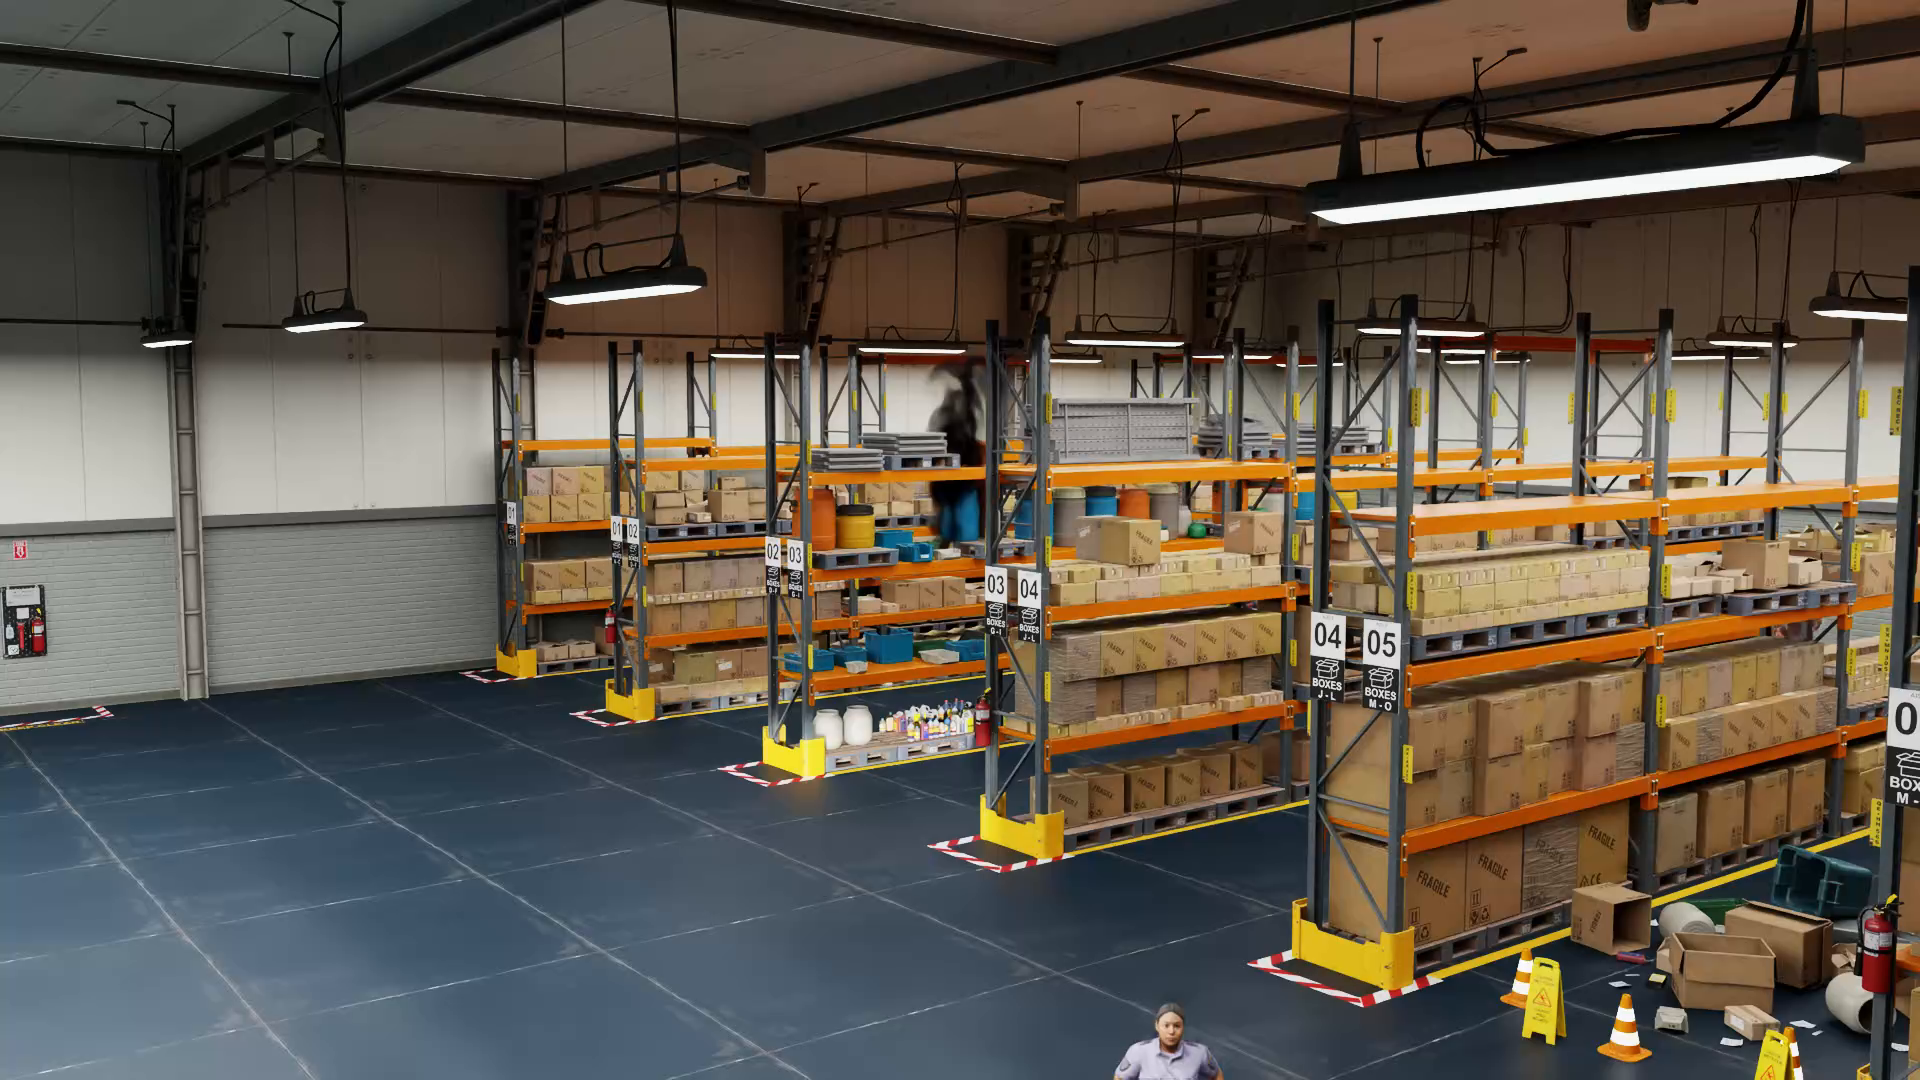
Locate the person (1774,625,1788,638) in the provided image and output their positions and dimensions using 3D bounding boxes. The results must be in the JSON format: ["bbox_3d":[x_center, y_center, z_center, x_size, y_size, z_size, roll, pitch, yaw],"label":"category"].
[{"bbox_3d":[12.696,2.100,25.769,0.636,1.570,0.511,-4,7,-39],"label":"person"}]

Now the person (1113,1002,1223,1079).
[{"bbox_3d":[1.199,3.499,9.687,0.643,1.640,0.959,1,5,11],"label":"person"}]

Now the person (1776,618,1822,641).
[{"bbox_3d":[14.668,1.748,29.095,0.747,1.795,0.949,0,5,1],"label":"person"}]
